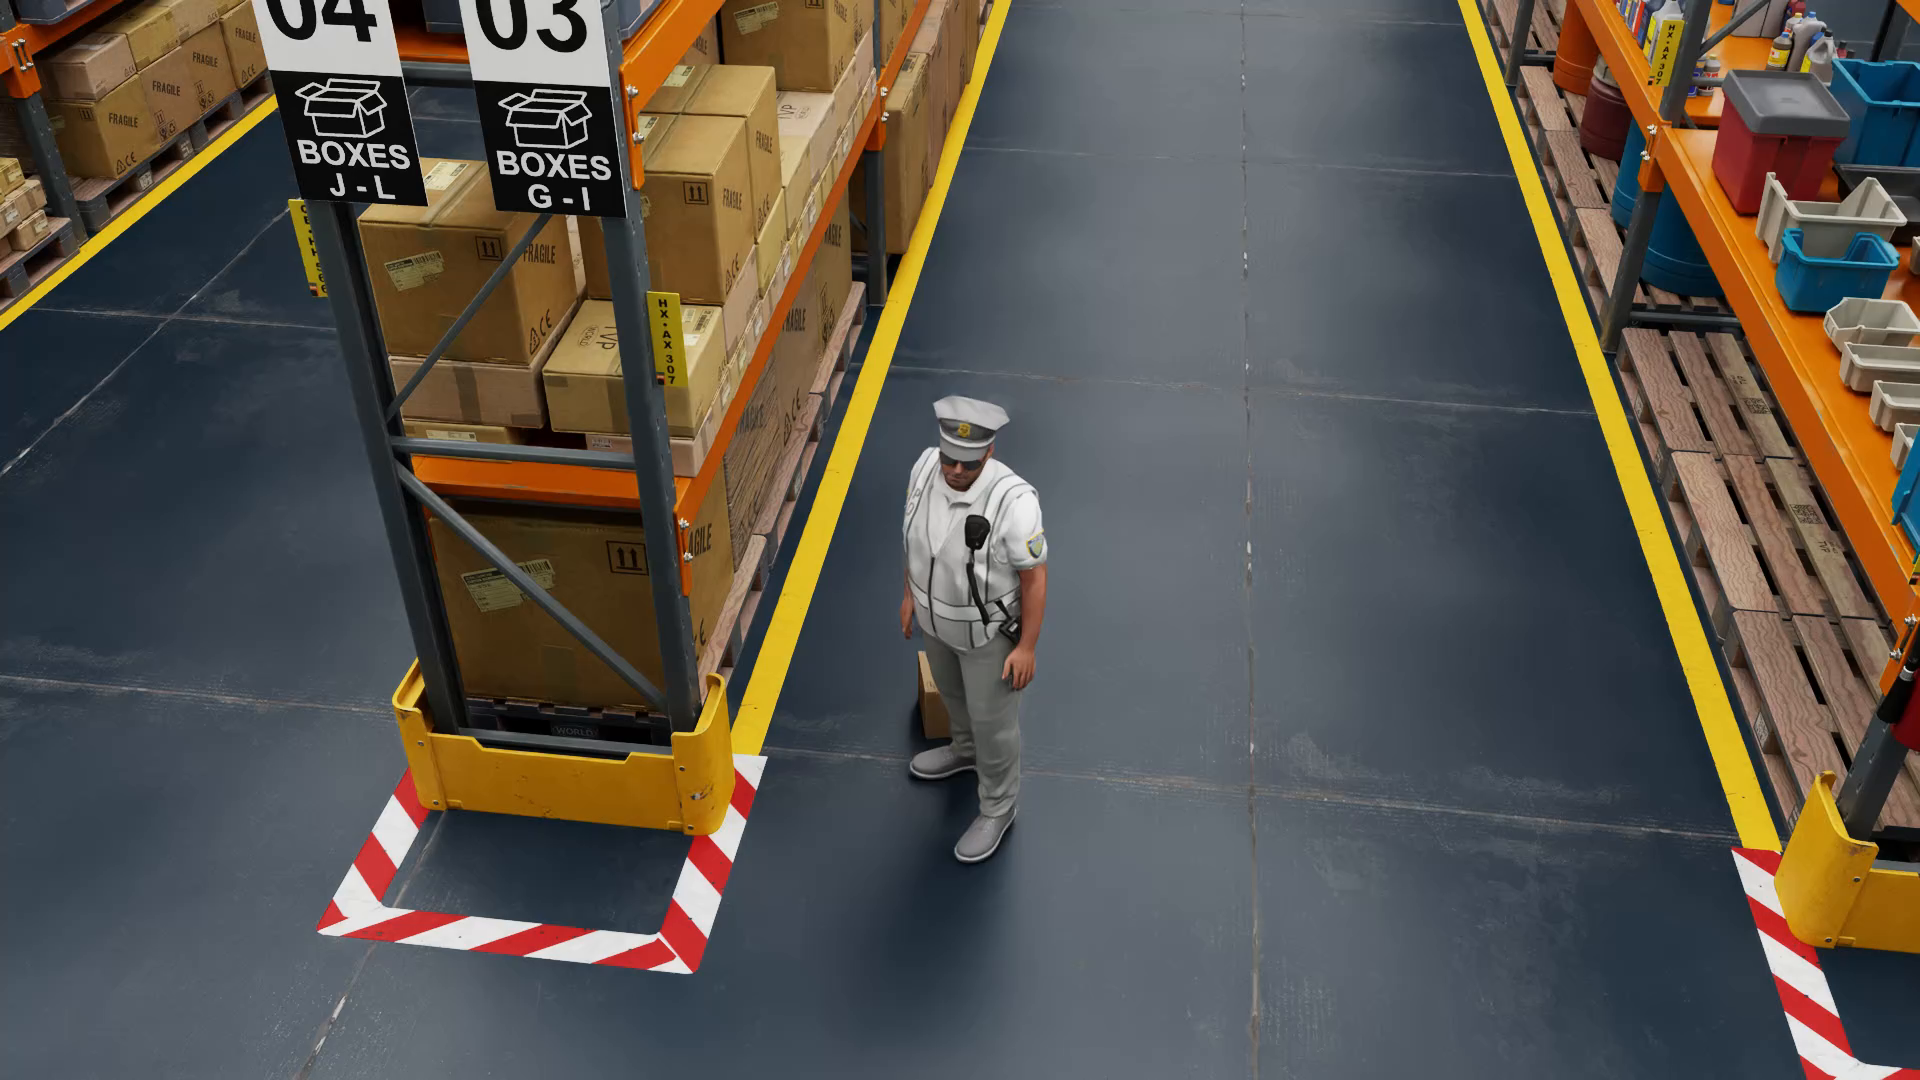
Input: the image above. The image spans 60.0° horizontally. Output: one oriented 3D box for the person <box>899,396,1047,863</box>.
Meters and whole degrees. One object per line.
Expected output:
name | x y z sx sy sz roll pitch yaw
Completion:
person | 0.025 0.273 5.728 0.585 1.753 0.480 30 45 35
